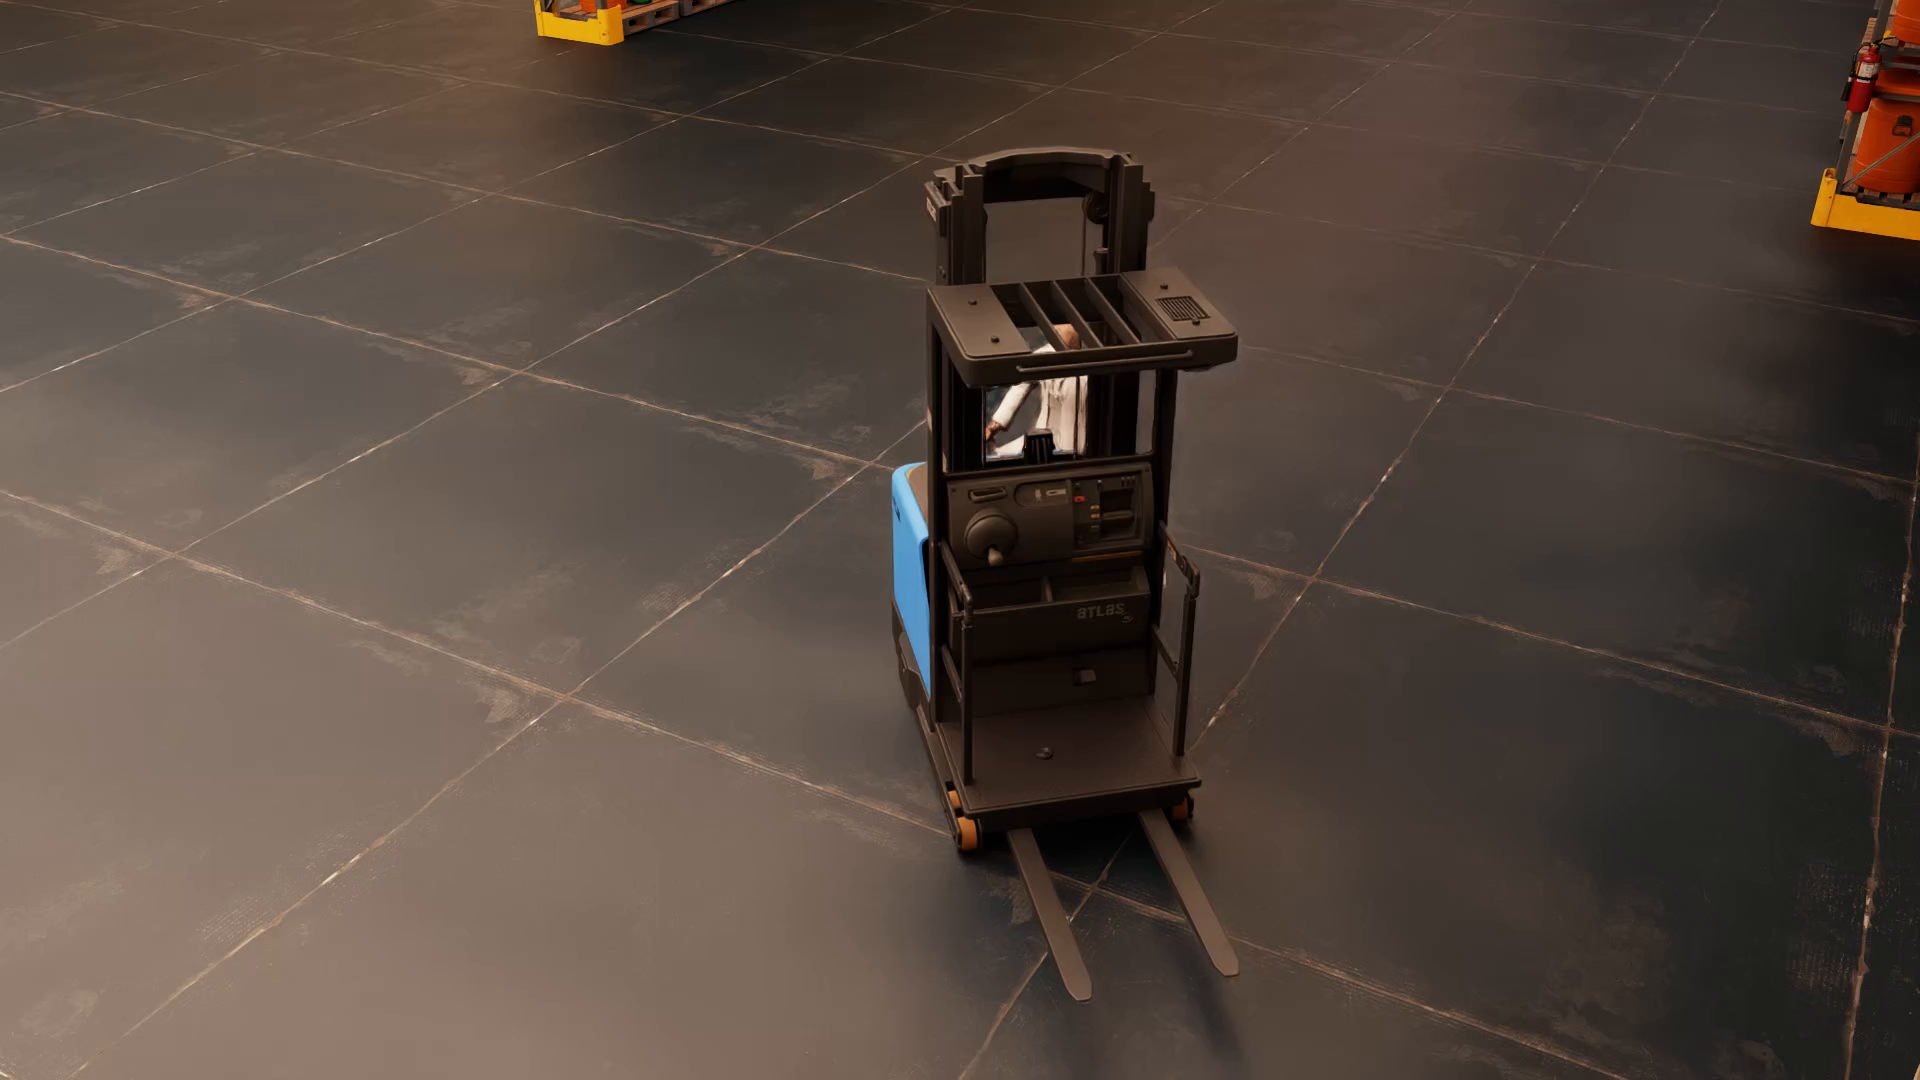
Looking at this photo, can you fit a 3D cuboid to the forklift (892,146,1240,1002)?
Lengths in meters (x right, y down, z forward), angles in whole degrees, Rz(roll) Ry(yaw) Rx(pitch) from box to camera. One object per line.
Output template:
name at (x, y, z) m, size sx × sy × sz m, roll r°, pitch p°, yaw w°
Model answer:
forklift at (0.454, -0.060, 7.175) m, size 1.130 × 2.935 × 3.031 m, roll -6°, pitch 31°, yaw -11°

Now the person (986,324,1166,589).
person at (0.554, -0.449, 9.289) m, size 1.100 × 1.569 × 1.035 m, roll 26°, pitch 39°, yaw 37°
